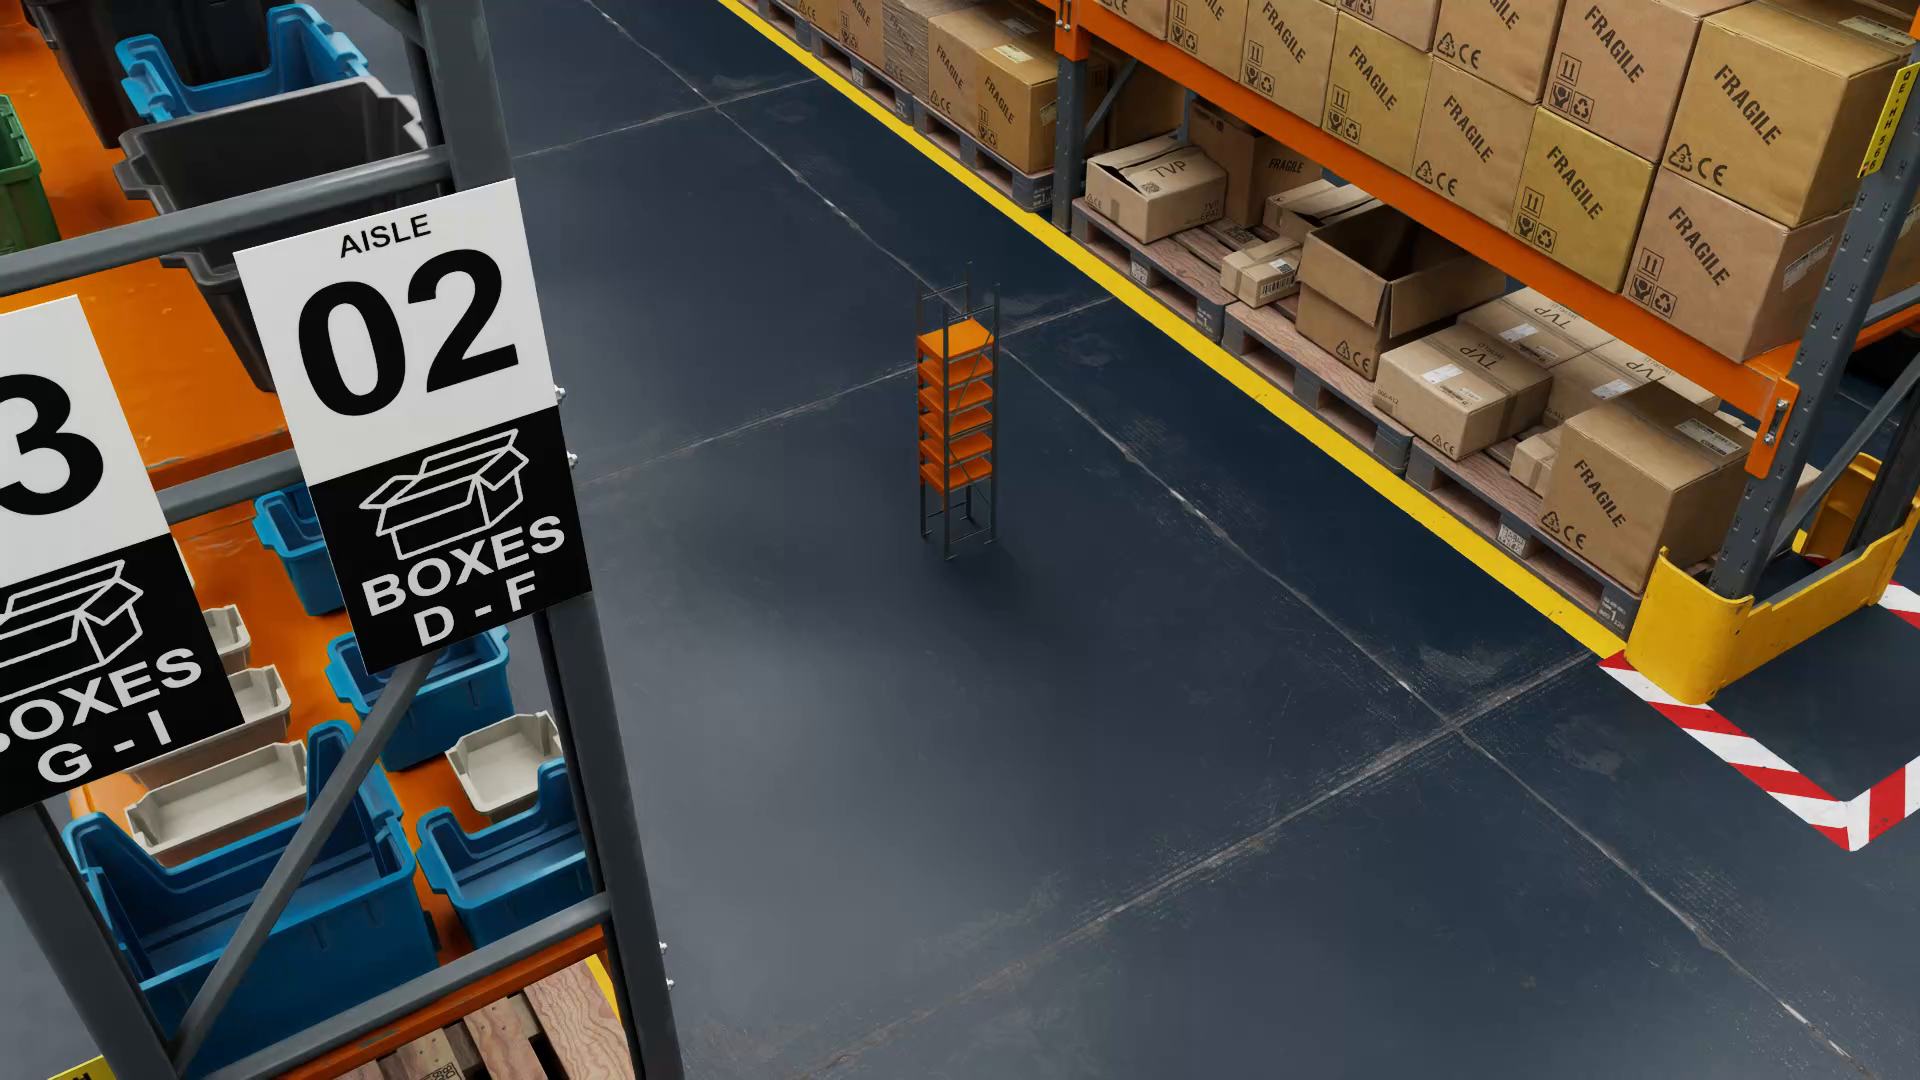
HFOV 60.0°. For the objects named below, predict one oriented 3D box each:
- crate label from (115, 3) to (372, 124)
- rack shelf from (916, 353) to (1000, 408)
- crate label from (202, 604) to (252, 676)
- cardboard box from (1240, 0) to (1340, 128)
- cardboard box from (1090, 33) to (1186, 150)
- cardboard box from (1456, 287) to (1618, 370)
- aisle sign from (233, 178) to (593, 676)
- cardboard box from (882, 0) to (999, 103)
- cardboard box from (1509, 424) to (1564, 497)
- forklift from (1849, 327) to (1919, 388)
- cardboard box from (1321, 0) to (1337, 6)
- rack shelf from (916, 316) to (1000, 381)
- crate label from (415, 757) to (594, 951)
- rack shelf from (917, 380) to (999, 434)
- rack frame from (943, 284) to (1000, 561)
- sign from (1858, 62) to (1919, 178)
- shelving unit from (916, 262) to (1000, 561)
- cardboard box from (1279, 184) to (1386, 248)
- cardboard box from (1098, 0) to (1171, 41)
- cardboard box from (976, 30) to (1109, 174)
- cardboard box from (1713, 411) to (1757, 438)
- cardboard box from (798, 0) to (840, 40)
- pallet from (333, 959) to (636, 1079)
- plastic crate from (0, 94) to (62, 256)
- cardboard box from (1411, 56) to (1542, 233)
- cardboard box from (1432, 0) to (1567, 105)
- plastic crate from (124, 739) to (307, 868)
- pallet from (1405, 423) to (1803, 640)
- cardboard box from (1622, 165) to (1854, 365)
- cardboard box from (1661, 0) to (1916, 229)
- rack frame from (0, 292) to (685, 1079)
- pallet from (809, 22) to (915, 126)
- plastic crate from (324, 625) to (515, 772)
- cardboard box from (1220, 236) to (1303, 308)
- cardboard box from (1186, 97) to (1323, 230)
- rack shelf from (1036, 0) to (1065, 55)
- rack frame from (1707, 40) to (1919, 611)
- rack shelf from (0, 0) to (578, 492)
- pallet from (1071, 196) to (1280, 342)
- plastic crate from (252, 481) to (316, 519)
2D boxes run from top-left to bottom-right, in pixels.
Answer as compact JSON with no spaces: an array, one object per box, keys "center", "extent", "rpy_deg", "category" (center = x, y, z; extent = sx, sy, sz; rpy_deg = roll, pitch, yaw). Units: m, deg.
[{"center":[-1.317,-0.790,3.128],"extent":[0.408,0.251,0.502],"rpy_deg":[-22,45,-24],"category":"crate label"},{"center":[-0.008,-0.619,6.250],"extent":[0.258,0.103,0.180],"rpy_deg":[-22,45,-24],"category":"rack shelf"},{"center":[-1.999,0.311,4.192],"extent":[0.396,0.136,0.243],"rpy_deg":[-22,45,-24],"category":"crate label"},{"center":[1.523,-2.071,6.814],"extent":[0.500,0.500,0.500],"rpy_deg":[-22,45,-25],"category":"cardboard box"},{"center":[0.879,-2.501,9.018],"extent":[0.500,0.500,0.500],"rpy_deg":[-24,46,-26],"category":"cardboard box"},{"center":[2.494,-0.832,7.210],"extent":[0.500,0.250,0.500],"rpy_deg":[-22,45,-24],"category":"cardboard box"},{"center":[-0.805,-0.148,2.554],"extent":[0.394,0.787,0.004],"rpy_deg":[-22,45,-24],"category":"aisle sign"},{"center":[-0.101,-2.865,9.454],"extent":[0.500,0.500,0.500],"rpy_deg":[-22,44,-24],"category":"cardboard box"},{"center":[2.443,-0.328,6.670],"extent":[0.380,0.166,0.250],"rpy_deg":[-22,45,-24],"category":"cardboard box"},{"center":[4.138,-2.536,7.503],"extent":[1.130,2.935,3.031],"rpy_deg":[-22,44,-24],"category":"forklift"},{"center":[1.504,-2.463,6.504],"extent":[0.500,0.500,0.500],"rpy_deg":[-24,45,-26],"category":"cardboard box"},{"center":[-0.008,-0.711,6.173],"extent":[0.258,0.103,0.180],"rpy_deg":[-22,45,-24],"category":"rack shelf"},{"center":[-0.949,0.709,3.640],"extent":[0.416,0.233,0.303],"rpy_deg":[-22,45,-24],"category":"crate label"},{"center":[-0.008,-0.527,6.327],"extent":[0.258,0.103,0.180],"rpy_deg":[-22,45,-24],"category":"rack shelf"},{"center":[0.041,-0.419,6.316],"extent":[0.240,1.200,0.006],"rpy_deg":[-22,45,-24],"category":"rack frame"},{"center":[2.606,-1.175,4.665],"extent":[0.100,0.325,0.005],"rpy_deg":[-22,45,-24],"category":"sign"},{"center":[-0.008,-0.469,6.375],"extent":[0.258,1.200,0.189],"rpy_deg":[-22,45,-24],"category":"shelving unit"},{"center":[1.883,-1.469,7.927],"extent":[0.500,0.311,0.500],"rpy_deg":[-22,45,-24],"category":"cardboard box"},{"center":[0.978,-2.617,7.470],"extent":[0.500,0.500,0.500],"rpy_deg":[-21,44,-23],"category":"cardboard box"},{"center":[0.427,-2.324,8.805],"extent":[0.500,0.500,0.500],"rpy_deg":[-22,45,-25],"category":"cardboard box"},{"center":[3.015,-0.349,6.695],"extent":[0.380,0.166,0.250],"rpy_deg":[-22,45,-24],"category":"cardboard box"},{"center":[-0.661,-3.418,10.118],"extent":[0.500,0.500,0.500],"rpy_deg":[-23,45,-25],"category":"cardboard box"},{"center":[-1.504,1.527,4.753],"extent":[1.003,0.211,1.213],"rpy_deg":[-22,45,-24],"category":"pallet"},{"center":[-1.865,-0.591,2.938],"extent":[0.450,0.188,0.336],"rpy_deg":[-22,45,-24],"category":"plastic crate"},{"center":[2.069,-1.525,6.159],"extent":[0.500,0.500,0.500],"rpy_deg":[-22,45,-24],"category":"cardboard box"},{"center":[2.058,-1.908,5.837],"extent":[0.500,0.500,0.500],"rpy_deg":[-21,44,-23],"category":"cardboard box"},{"center":[-1.685,0.615,3.828],"extent":[0.396,0.136,0.243],"rpy_deg":[-22,45,-24],"category":"plastic crate"},{"center":[2.614,-0.188,6.811],"extent":[1.003,0.211,1.213],"rpy_deg":[-22,45,-24],"category":"pallet"},{"center":[2.614,-0.975,5.499],"extent":[0.500,0.500,0.500],"rpy_deg":[-21,44,-23],"category":"cardboard box"},{"center":[2.614,-1.357,5.176],"extent":[0.500,0.500,0.500],"rpy_deg":[-23,45,-25],"category":"cardboard box"},{"center":[-1.094,0.914,3.310],"extent":[1.000,3.000,0.127],"rpy_deg":[-22,45,-24],"category":"rack frame"},{"center":[-0.195,-2.962,10.139],"extent":[1.003,0.211,1.213],"rpy_deg":[-22,45,-24],"category":"pallet"},{"center":[-1.303,0.354,4.066],"extent":[0.416,0.233,0.300],"rpy_deg":[-22,45,-24],"category":"plastic crate"},{"center":[1.451,-1.264,7.793],"extent":[0.380,0.166,0.250],"rpy_deg":[-22,45,-24],"category":"cardboard box"},{"center":[1.479,-1.947,8.352],"extent":[0.500,0.500,0.500],"rpy_deg":[-22,45,-24],"category":"cardboard box"},{"center":[-0.142,-3.751,9.470],"extent":[1.077,0.370,4.000],"rpy_deg":[-22,45,-24],"category":"rack shelf"},{"center":[3.085,-0.789,5.353],"extent":[1.000,3.000,0.127],"rpy_deg":[-22,45,-24],"category":"rack frame"},{"center":[-2.169,-1.041,3.875],"extent":[1.077,0.370,4.000],"rpy_deg":[-22,45,-24],"category":"rack shelf"},{"center":[1.302,-1.505,8.392],"extent":[1.003,0.211,1.213],"rpy_deg":[-22,45,-24],"category":"pallet"},{"center":[-1.818,-0.164,4.687],"extent":[0.416,0.233,0.300],"rpy_deg":[-22,45,-24],"category":"plastic crate"}]
